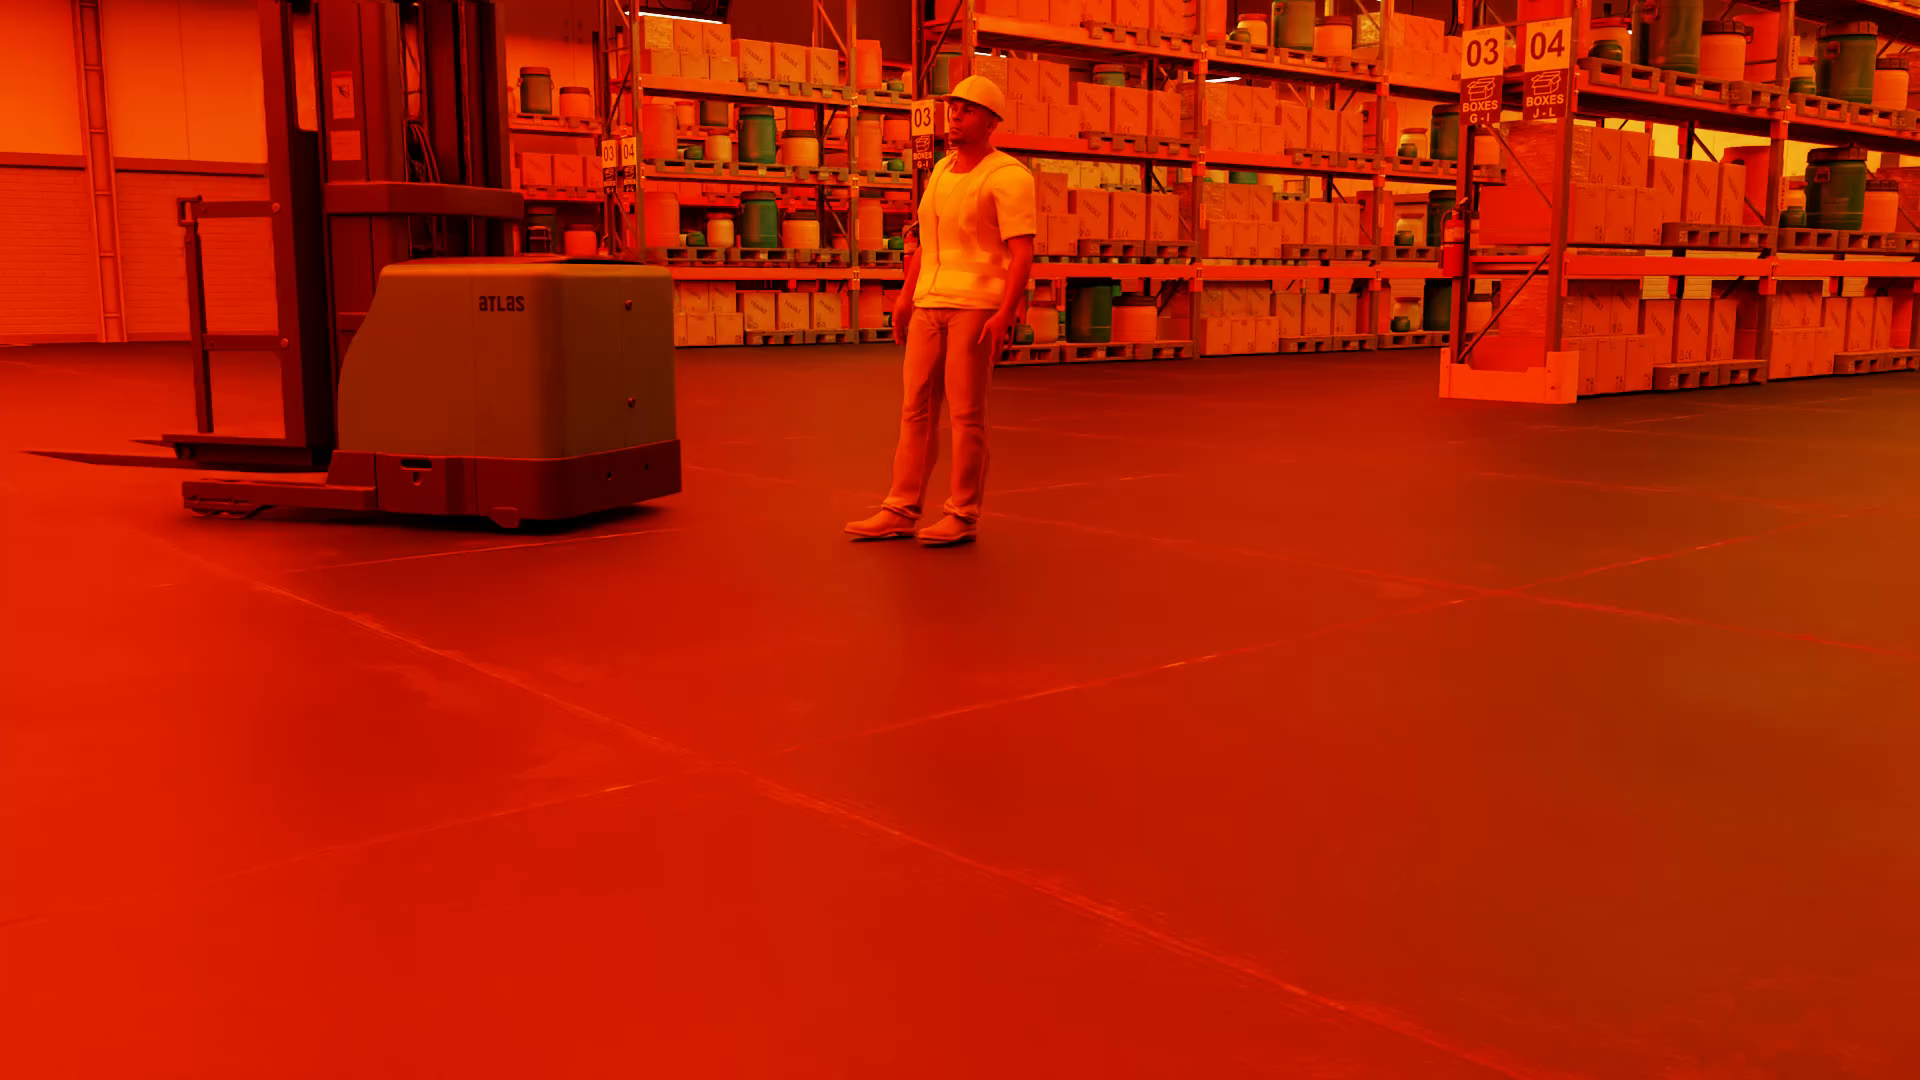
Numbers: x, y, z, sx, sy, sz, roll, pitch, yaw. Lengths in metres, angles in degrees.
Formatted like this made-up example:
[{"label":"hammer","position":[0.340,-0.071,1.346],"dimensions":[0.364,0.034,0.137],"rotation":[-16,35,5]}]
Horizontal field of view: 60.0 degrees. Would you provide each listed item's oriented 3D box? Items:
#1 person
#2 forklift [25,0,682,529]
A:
[{"label":"person","position":[-0.056,-0.874,6.363],"dimensions":[0.577,1.765,0.665],"rotation":[-8,12,-40]},{"label":"forklift","position":[-2.822,-1.608,7.347],"dimensions":[3.031,2.935,1.130],"rotation":[3,9,20]}]
